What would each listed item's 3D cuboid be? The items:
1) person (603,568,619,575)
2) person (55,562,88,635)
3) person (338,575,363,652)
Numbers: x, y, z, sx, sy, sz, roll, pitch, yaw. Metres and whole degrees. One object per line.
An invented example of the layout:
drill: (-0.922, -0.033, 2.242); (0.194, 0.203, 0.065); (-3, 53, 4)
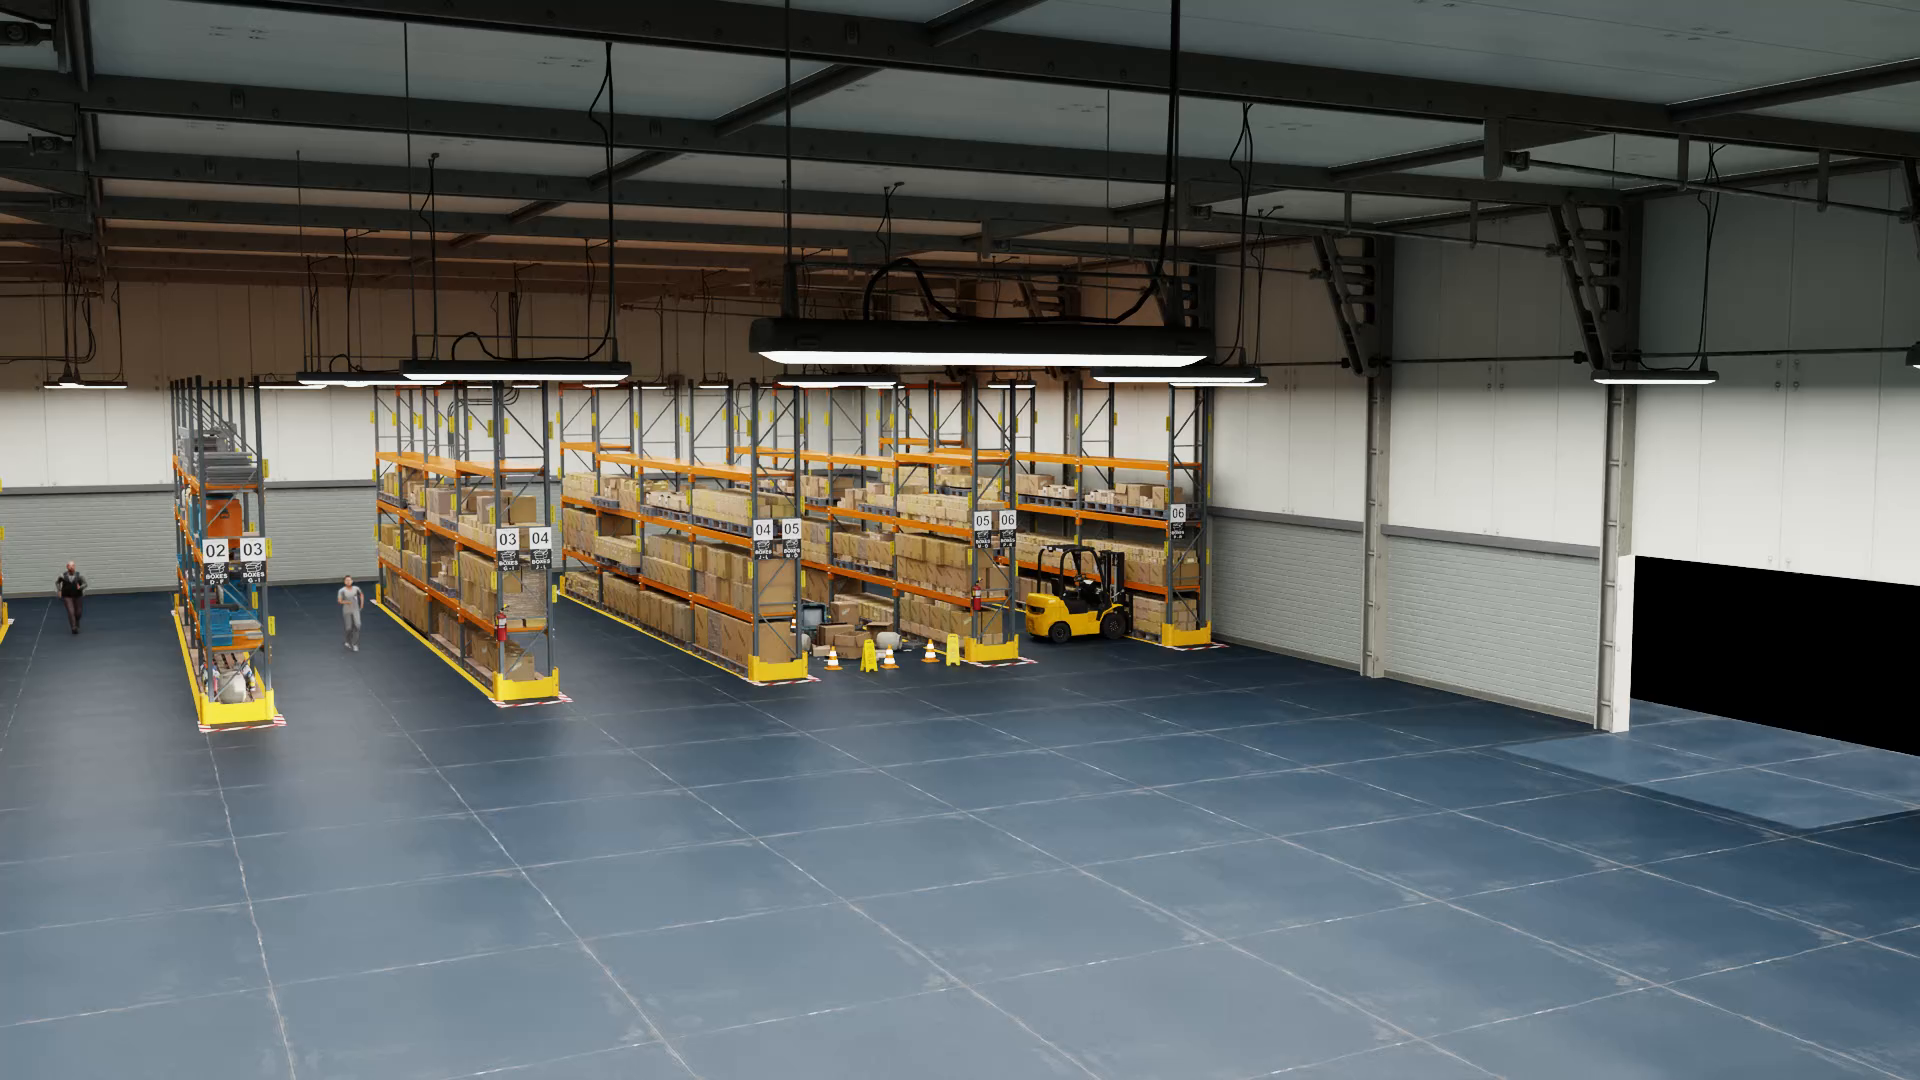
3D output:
person: (-10.350, 0.565, 48.924); (0.547, 1.612, 0.659); (2, 6, 26)
person: (-21.035, 1.363, 39.406); (0.660, 1.699, 0.847); (-3, 6, -34)
person: (-13.529, 1.627, 36.955); (0.570, 1.694, 0.738); (-3, 6, -28)
